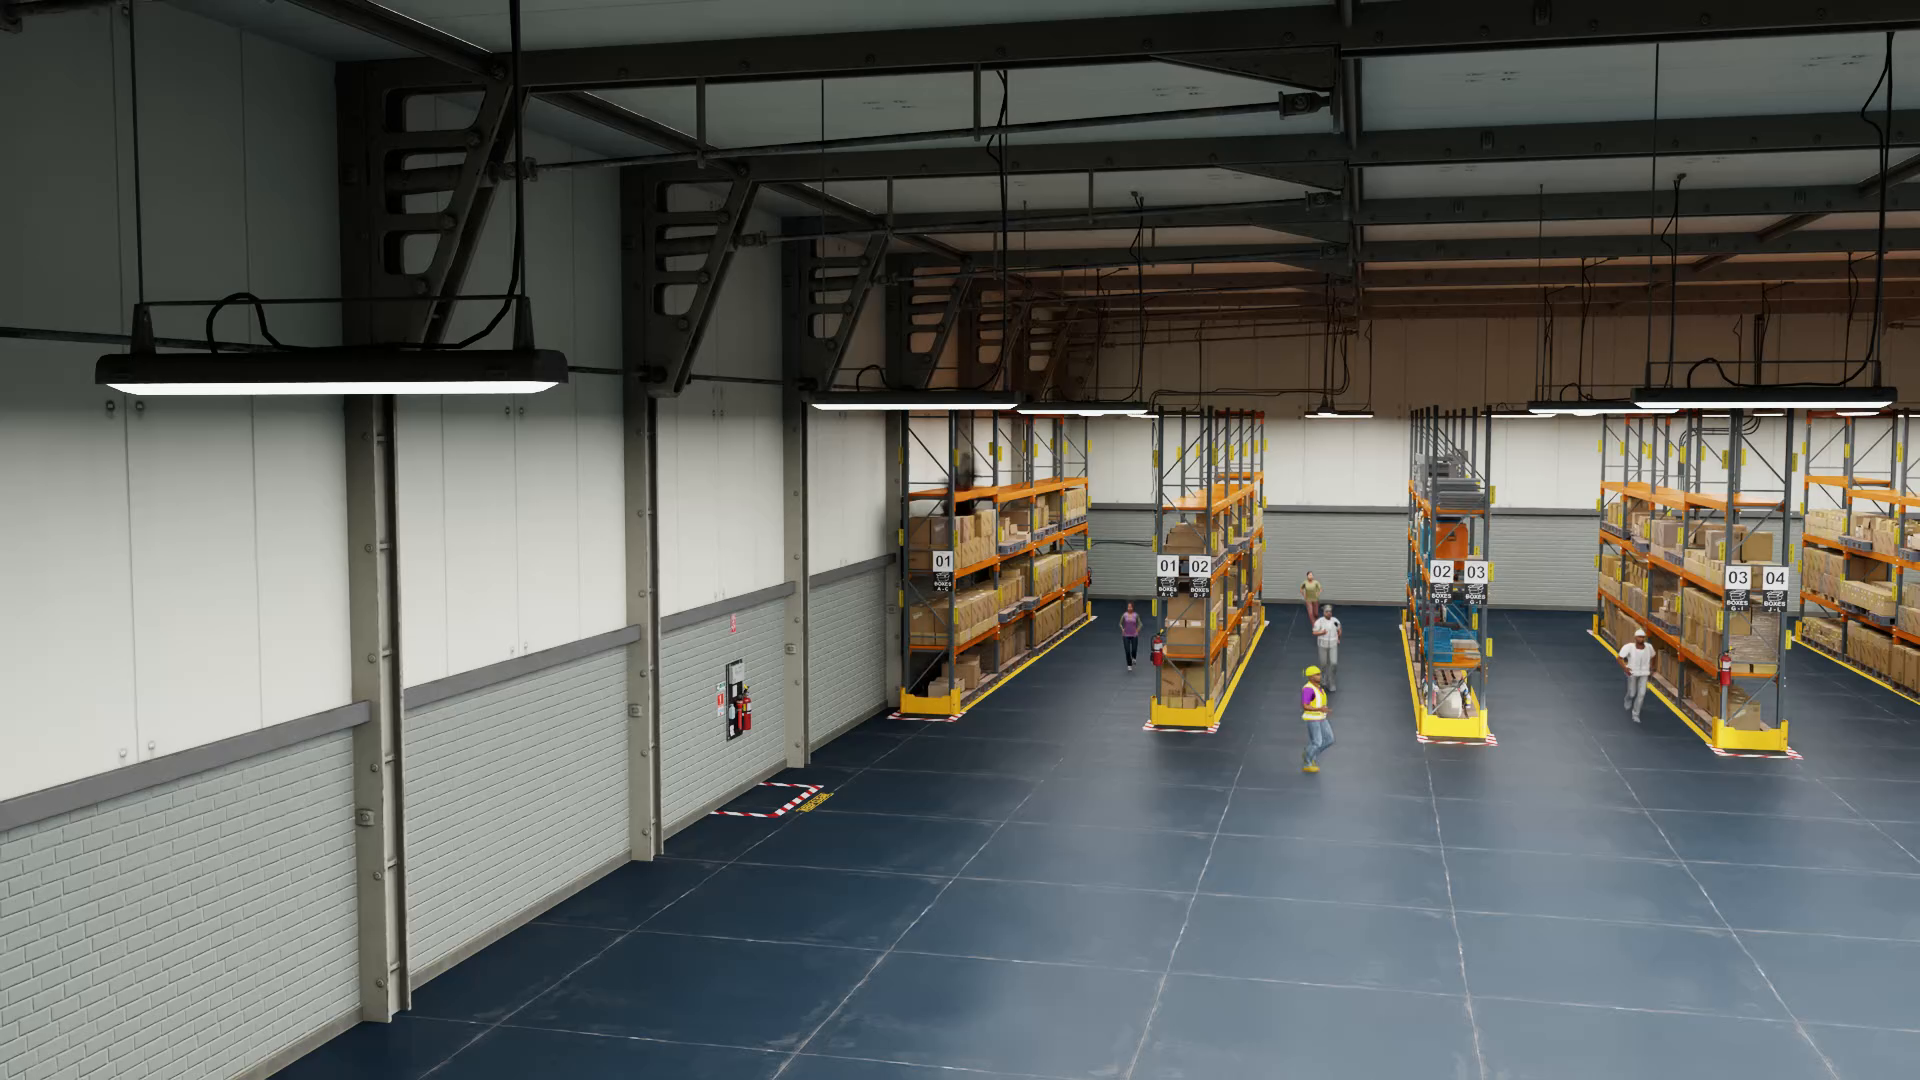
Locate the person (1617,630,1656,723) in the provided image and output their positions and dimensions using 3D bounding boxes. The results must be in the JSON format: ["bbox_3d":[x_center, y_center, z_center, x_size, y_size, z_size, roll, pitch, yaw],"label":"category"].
[{"bbox_3d":[12.984,2.580,31.873,0.727,1.747,0.772,0,4,6],"label":"person"}]

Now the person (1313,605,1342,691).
[{"bbox_3d":[7.853,2.295,35.509,0.640,1.845,0.755,0,4,5],"label":"person"}]

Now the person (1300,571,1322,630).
[{"bbox_3d":[9.531,1.673,45.164,0.594,1.652,0.802,1,4,8],"label":"person"}]

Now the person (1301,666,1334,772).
[{"bbox_3d":[5.820,2.908,27.012,0.600,1.722,0.685,3,5,36],"label":"person"}]

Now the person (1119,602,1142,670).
[{"bbox_3d":[3.904,2.209,38.173,0.532,1.550,0.559,1,4,7],"label":"person"}]
